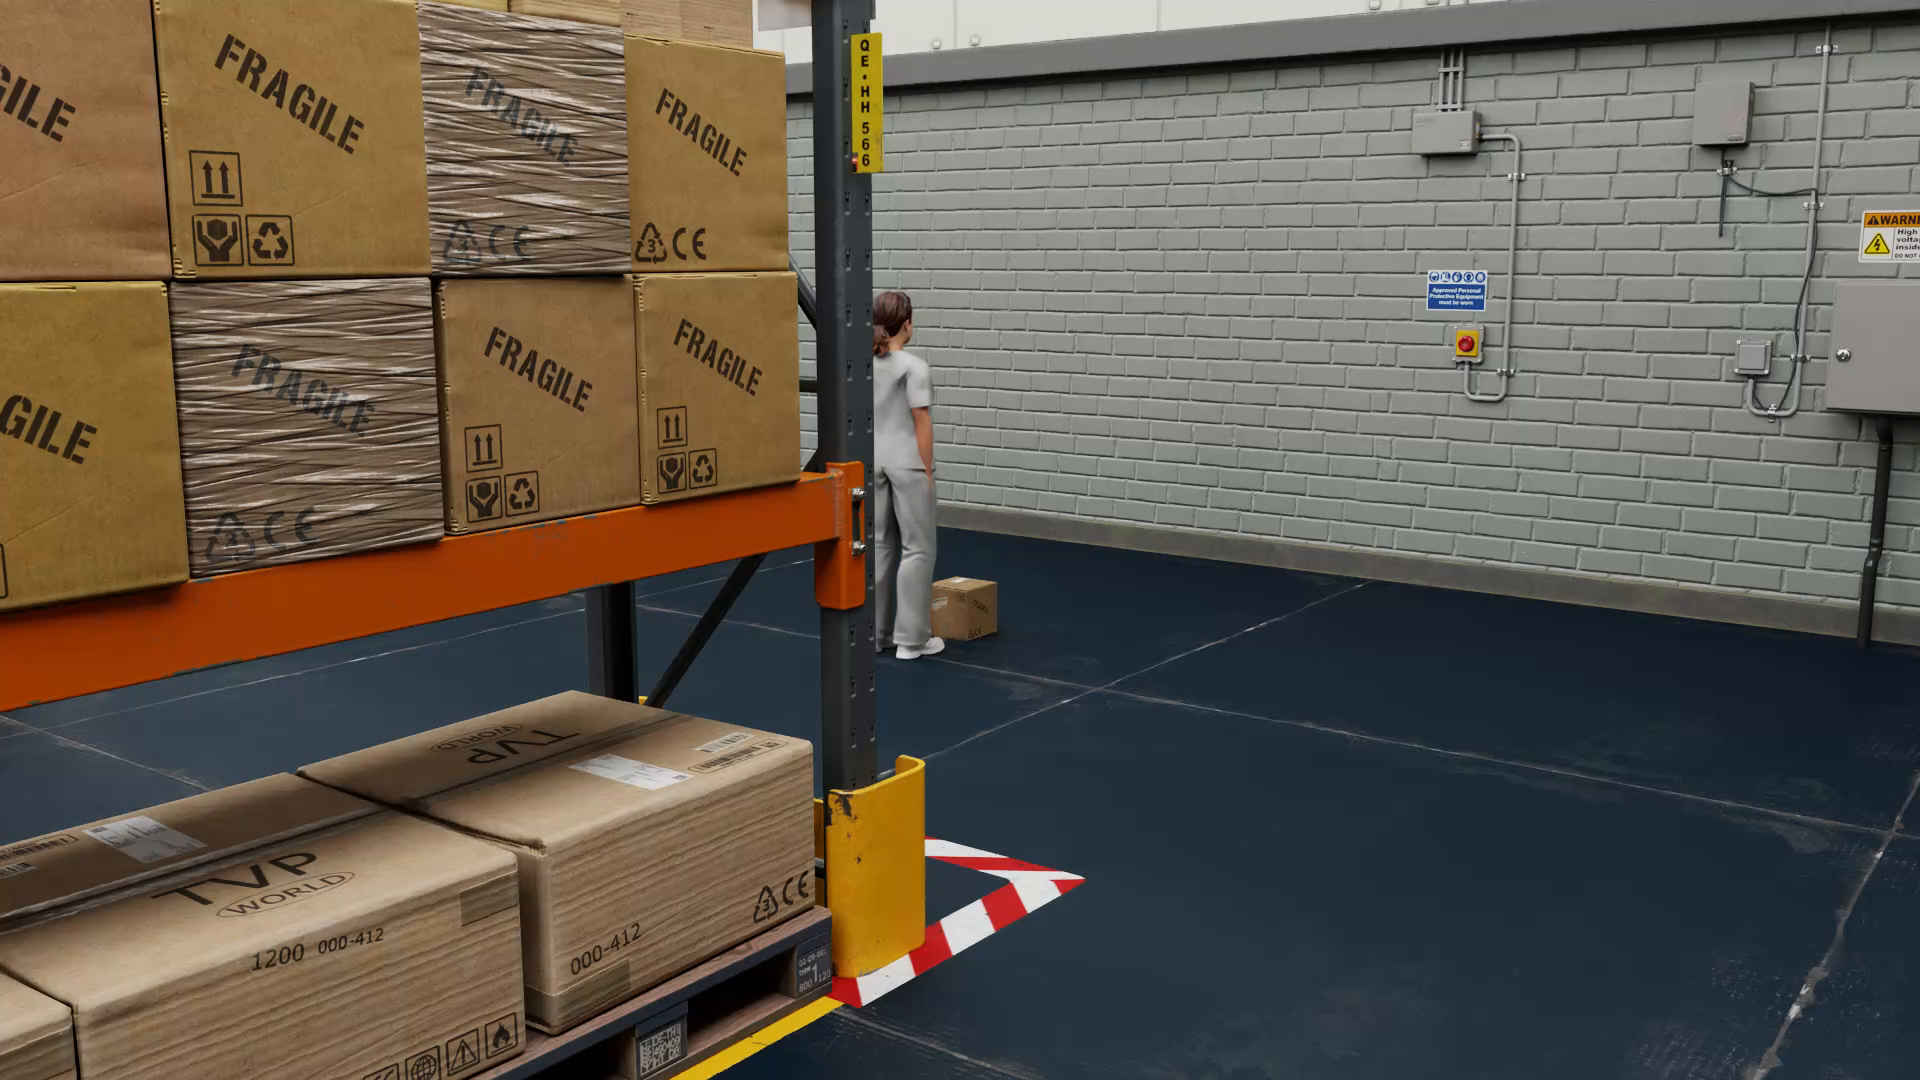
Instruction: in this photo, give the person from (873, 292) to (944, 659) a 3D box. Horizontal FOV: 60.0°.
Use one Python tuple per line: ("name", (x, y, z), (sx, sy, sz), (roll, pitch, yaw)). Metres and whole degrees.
("person", (-0.295, -0.297, 7.628), (0.436, 1.668, 0.359), (8, 12, 37))
